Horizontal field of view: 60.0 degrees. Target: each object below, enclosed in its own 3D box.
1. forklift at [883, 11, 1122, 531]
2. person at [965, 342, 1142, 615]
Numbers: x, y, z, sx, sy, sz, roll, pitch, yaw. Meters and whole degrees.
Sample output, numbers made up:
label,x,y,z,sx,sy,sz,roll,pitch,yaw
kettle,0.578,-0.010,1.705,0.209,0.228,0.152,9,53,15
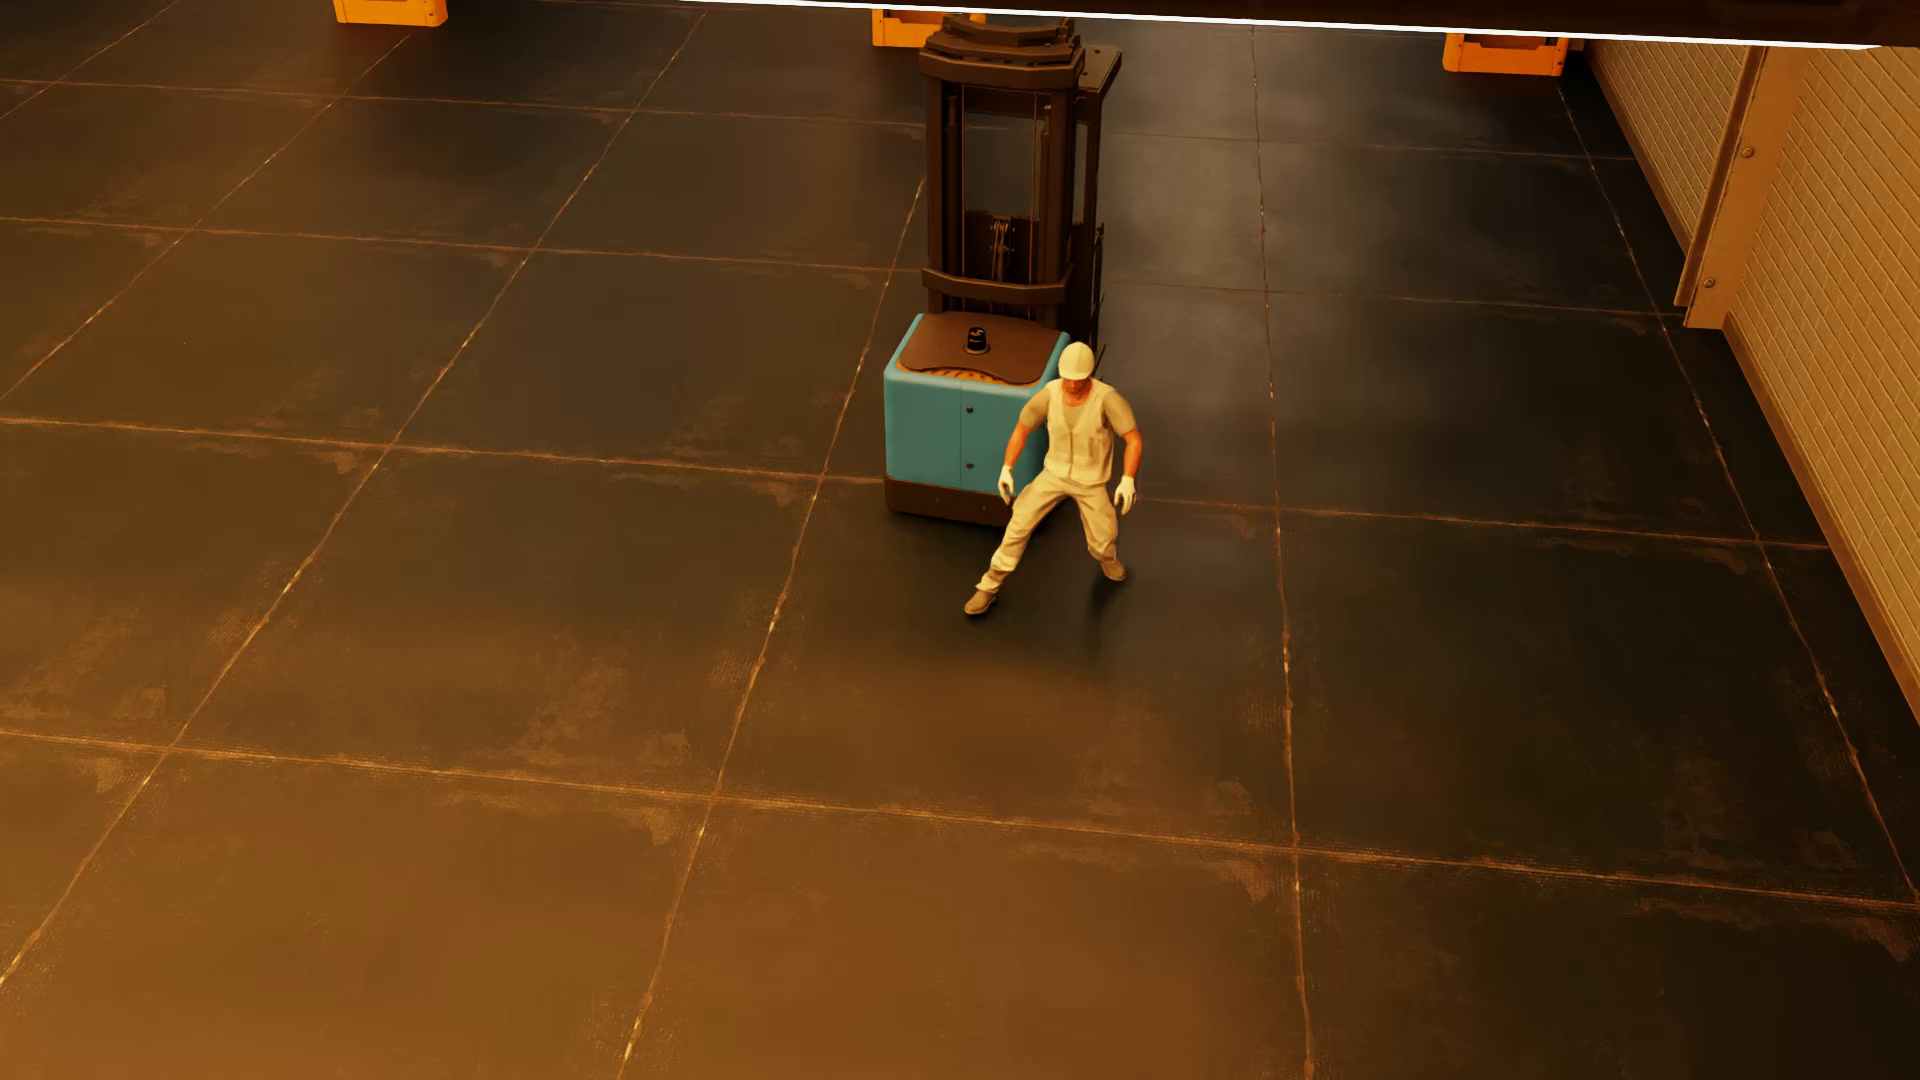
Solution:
label,x,y,z,sx,sy,sz,roll,pitch,yaw
forklift,0.391,-2.110,10.893,1.130,2.935,3.031,9,37,12
person,0.583,-0.323,9.567,0.908,1.642,0.883,13,38,17
